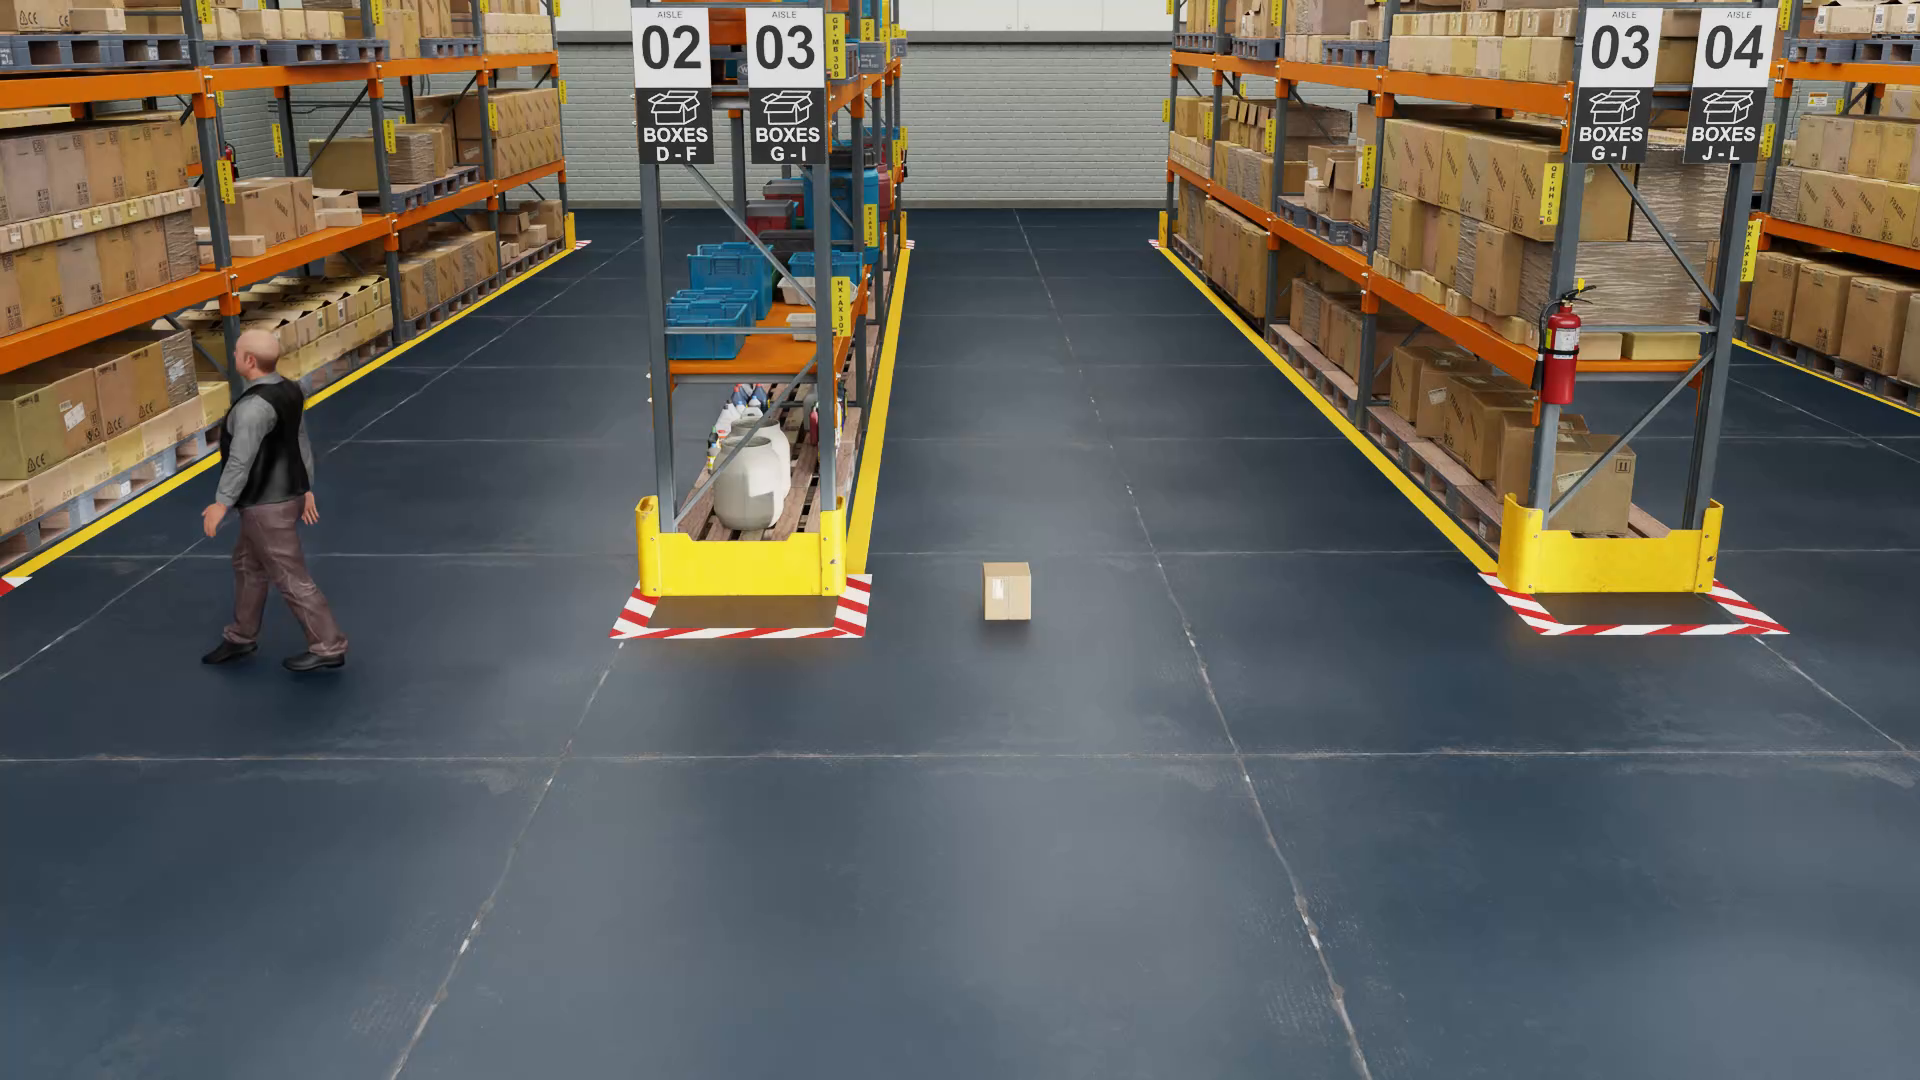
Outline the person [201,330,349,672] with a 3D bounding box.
[{"bbox_3d":[-3.465,-0.162,8.128,0.801,1.737,0.541,-1,17,-3],"label":"person"}]
